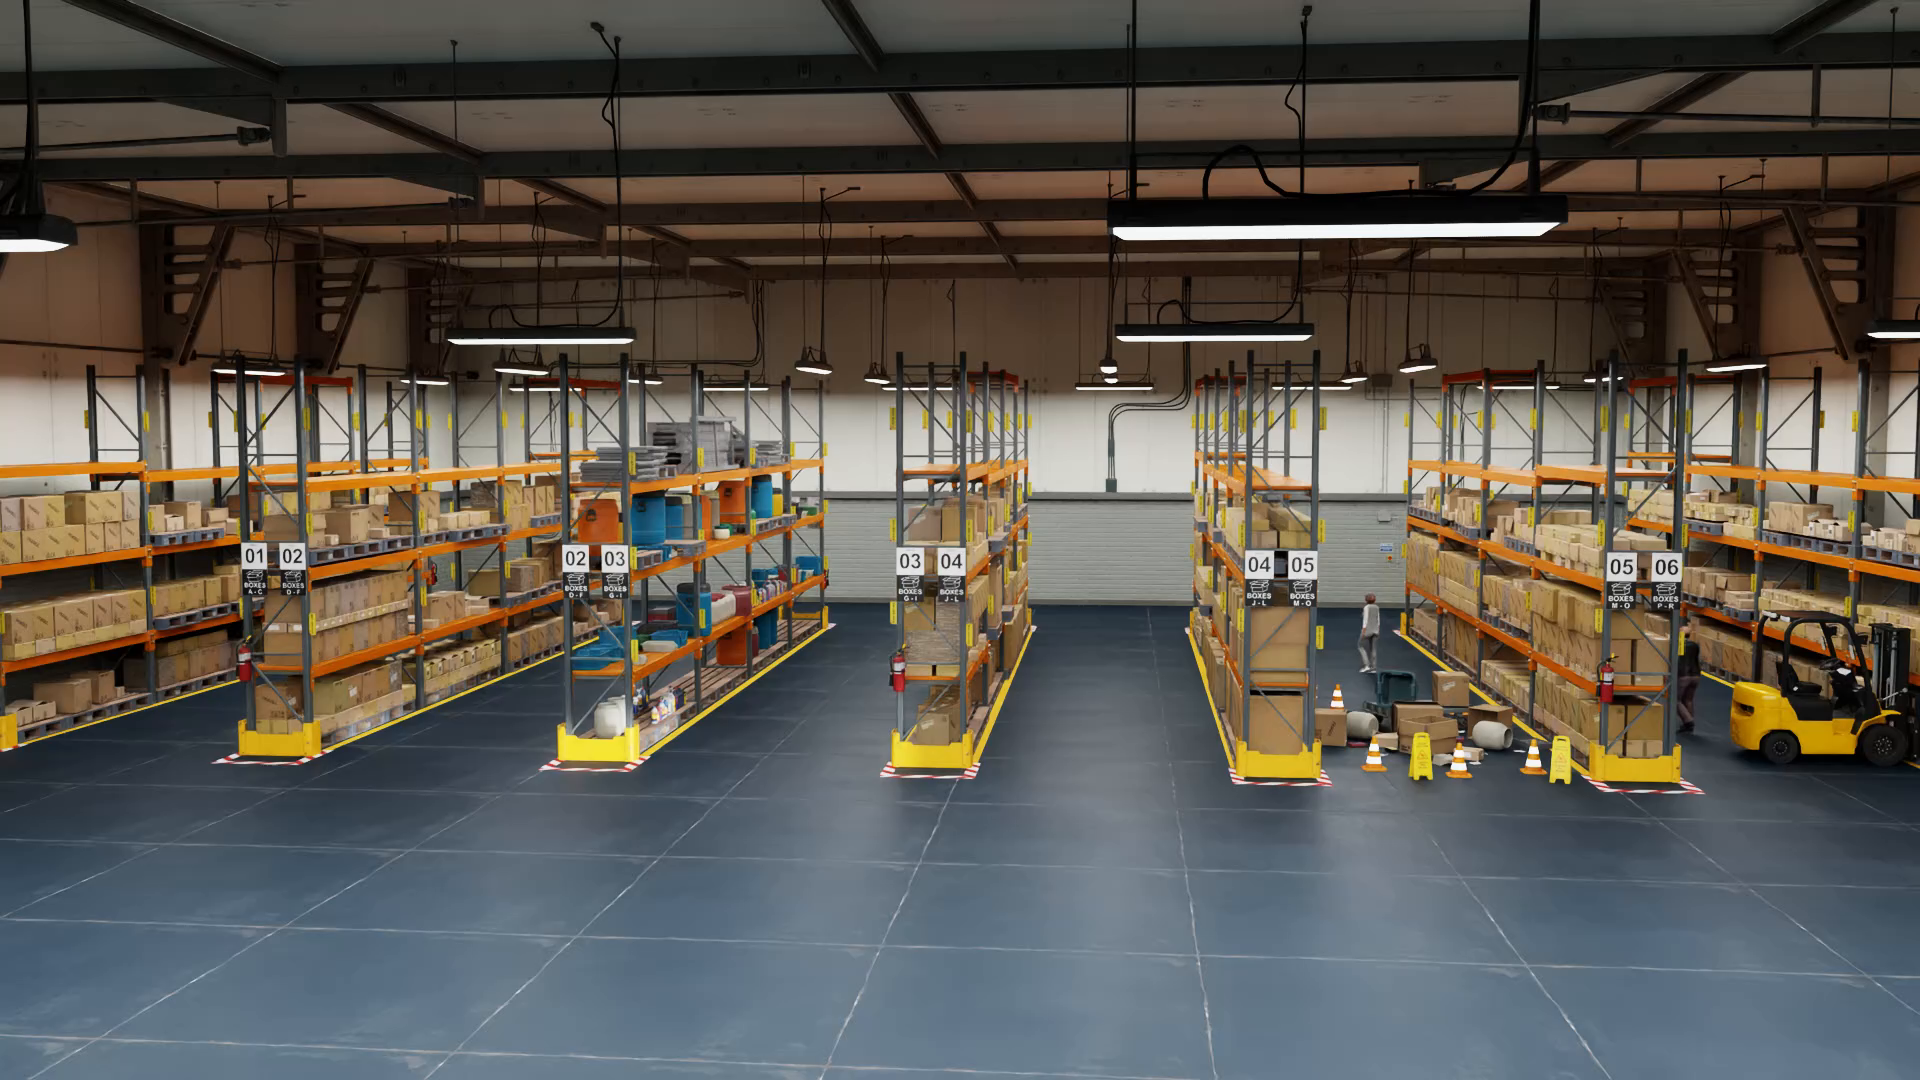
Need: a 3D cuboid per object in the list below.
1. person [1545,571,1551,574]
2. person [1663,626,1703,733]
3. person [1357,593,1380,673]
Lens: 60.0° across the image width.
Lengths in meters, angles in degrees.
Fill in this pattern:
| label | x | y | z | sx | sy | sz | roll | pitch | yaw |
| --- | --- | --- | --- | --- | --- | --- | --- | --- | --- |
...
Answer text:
| label | x | y | z | sx | sy | sz | roll | pitch | yaw |
| --- | --- | --- | --- | --- | --- | --- | --- | --- | --- |
| person | 13.585 | 1.395 | 38.155 | 0.520 | 1.789 | 0.573 | 3 | 5 | 39 |
| person | 11.757 | 2.256 | 26.862 | 0.601 | 1.695 | 0.569 | -1 | 4 | -19 |
| person | 8.167 | 1.860 | 33.097 | 0.446 | 1.612 | 0.372 | -2 | 5 | -26 |
